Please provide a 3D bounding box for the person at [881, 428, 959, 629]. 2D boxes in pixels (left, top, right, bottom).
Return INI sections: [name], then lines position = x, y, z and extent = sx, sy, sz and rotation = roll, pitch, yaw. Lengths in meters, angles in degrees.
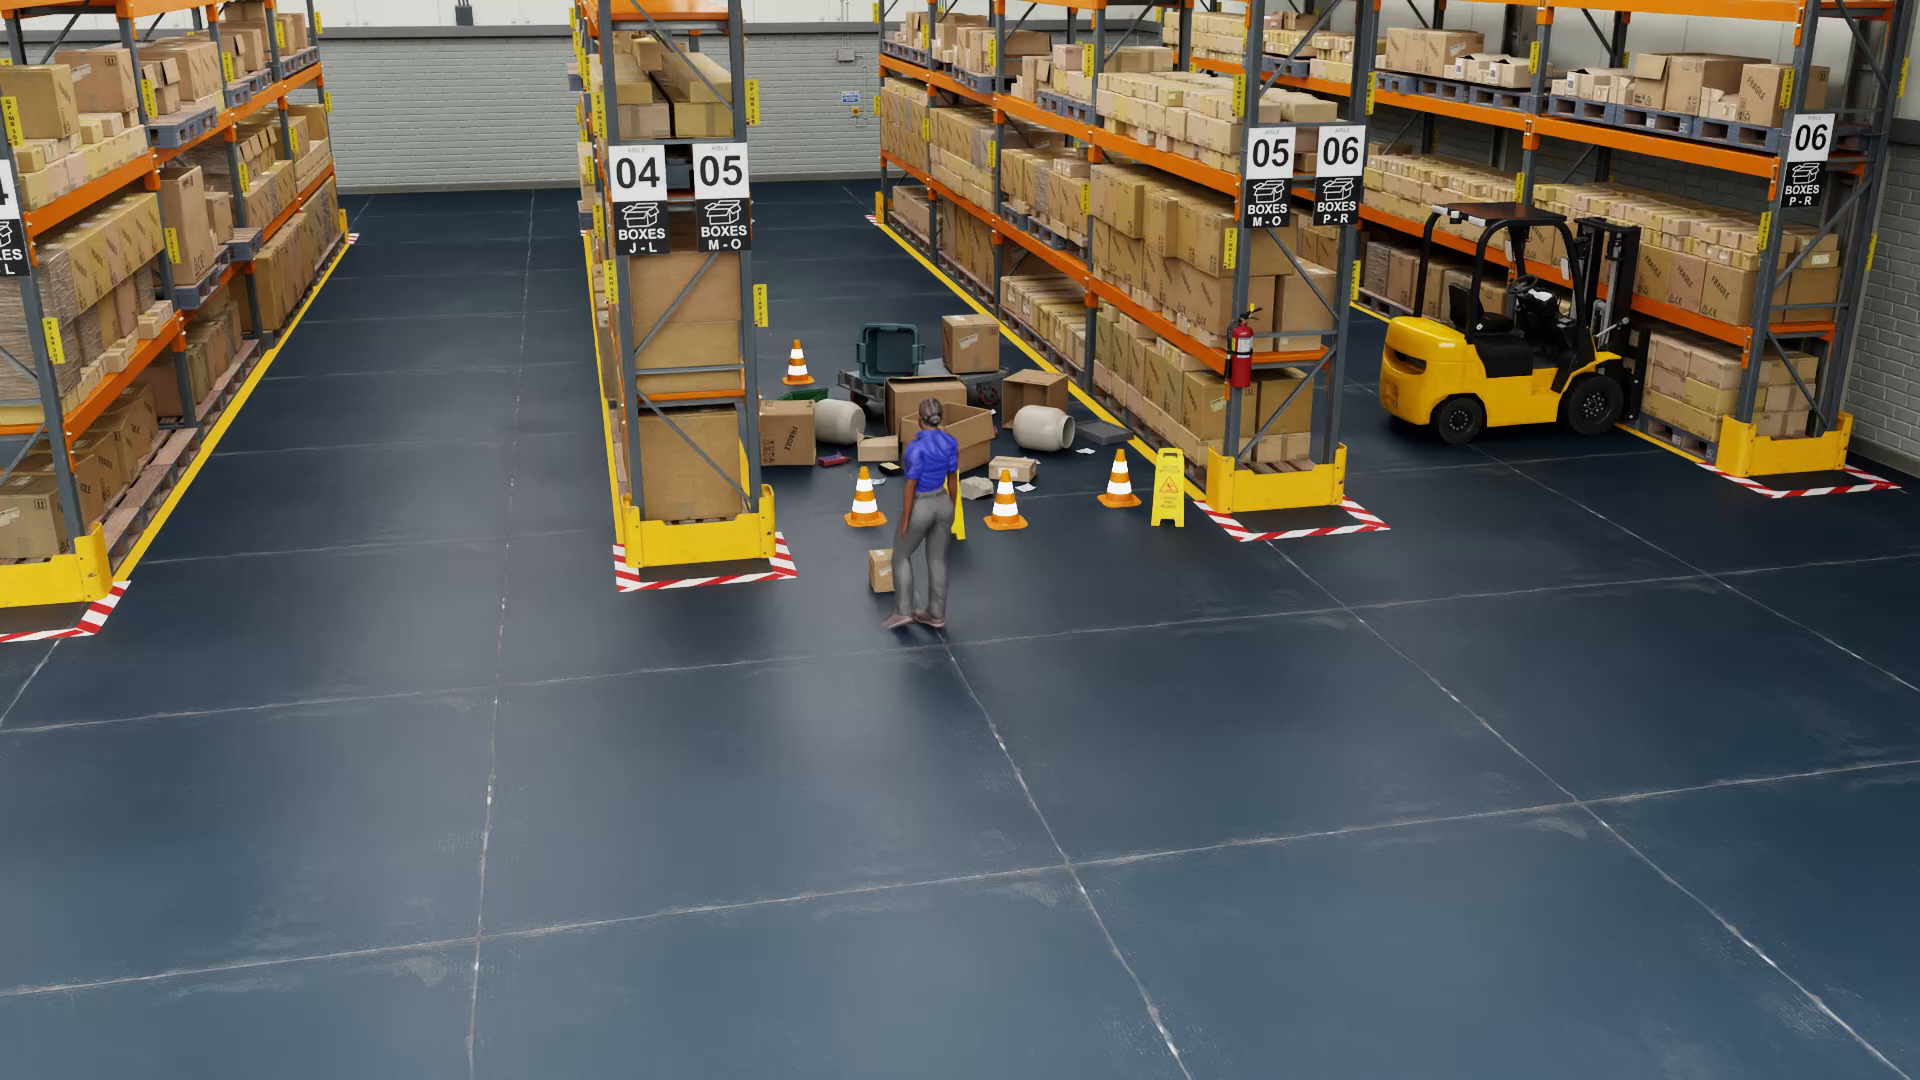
[person]
position = -0.277, -0.067, 11.636
extent = 0.507, 1.509, 0.388
rotation = -14, 24, -35
